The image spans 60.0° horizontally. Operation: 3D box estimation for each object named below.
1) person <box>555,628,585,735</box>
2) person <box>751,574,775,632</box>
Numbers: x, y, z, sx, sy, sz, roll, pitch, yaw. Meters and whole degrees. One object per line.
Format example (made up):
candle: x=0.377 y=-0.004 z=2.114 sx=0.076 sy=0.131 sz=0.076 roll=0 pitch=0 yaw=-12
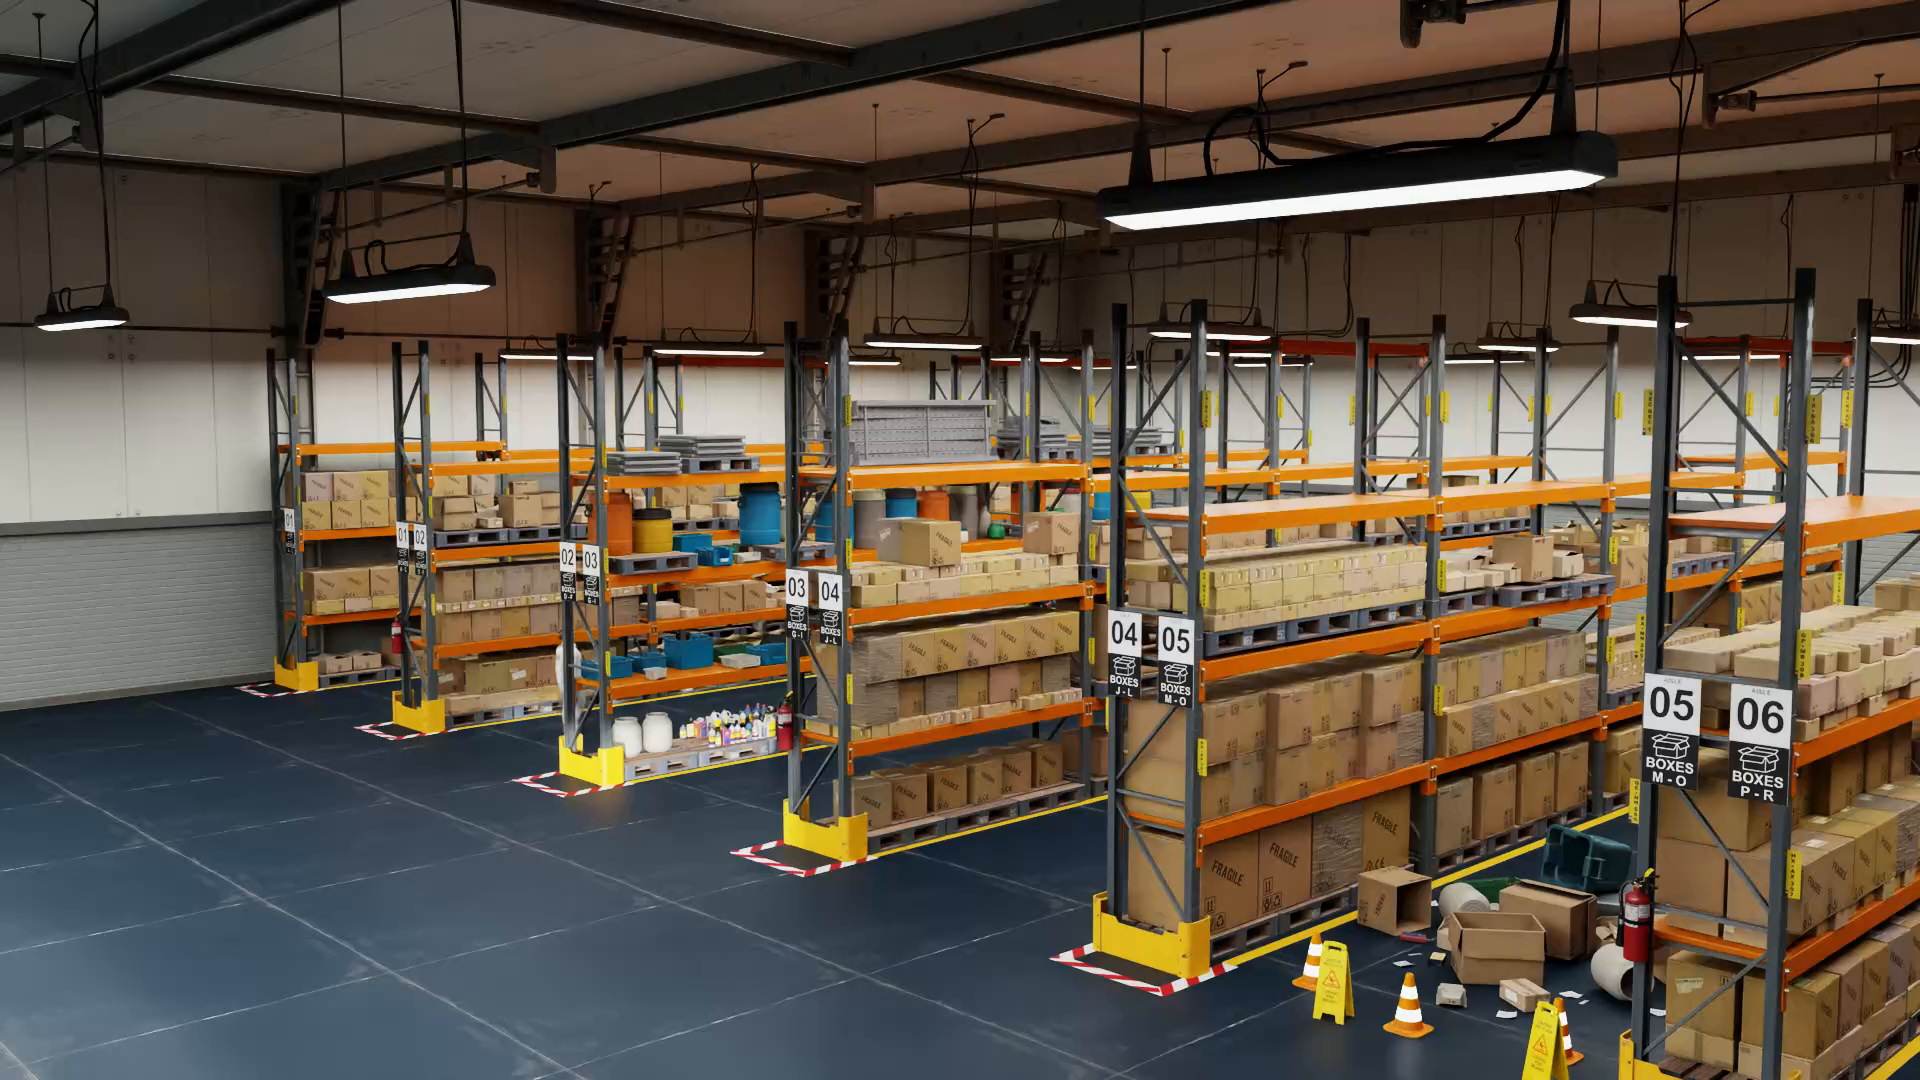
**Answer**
person: x=-5.939 y=2.140 z=25.370 sx=0.481 sy=1.701 sz=0.543 roll=4 pitch=6 yaw=36
person: x=-3.998 y=1.483 z=32.655 sx=0.541 sy=1.776 sz=0.706 roll=2 pitch=5 yaw=23
